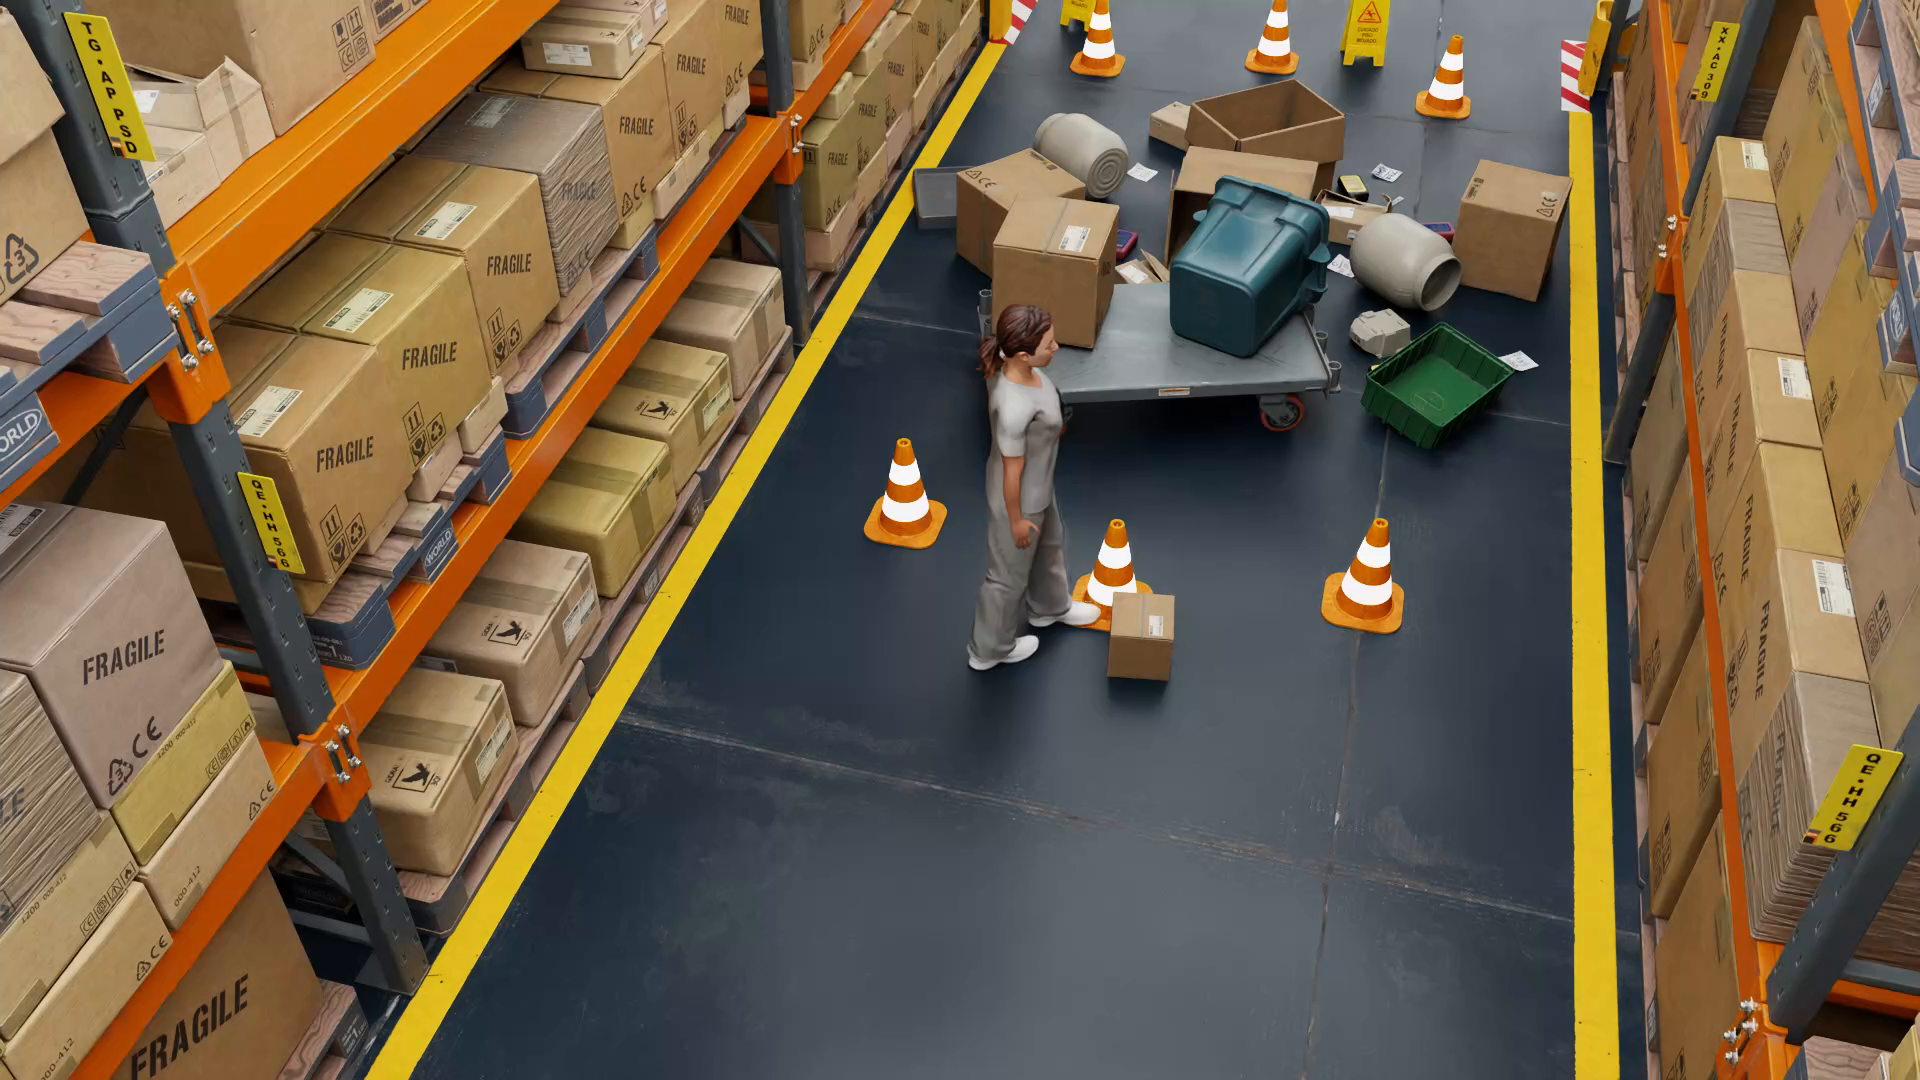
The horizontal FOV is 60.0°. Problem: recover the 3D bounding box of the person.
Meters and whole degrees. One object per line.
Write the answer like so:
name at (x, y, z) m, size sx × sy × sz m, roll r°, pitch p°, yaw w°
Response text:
person at (0.309, -0.197, 6.378) m, size 0.573 × 1.671 × 0.457 m, roll -1°, pitch 41°, yaw -1°
